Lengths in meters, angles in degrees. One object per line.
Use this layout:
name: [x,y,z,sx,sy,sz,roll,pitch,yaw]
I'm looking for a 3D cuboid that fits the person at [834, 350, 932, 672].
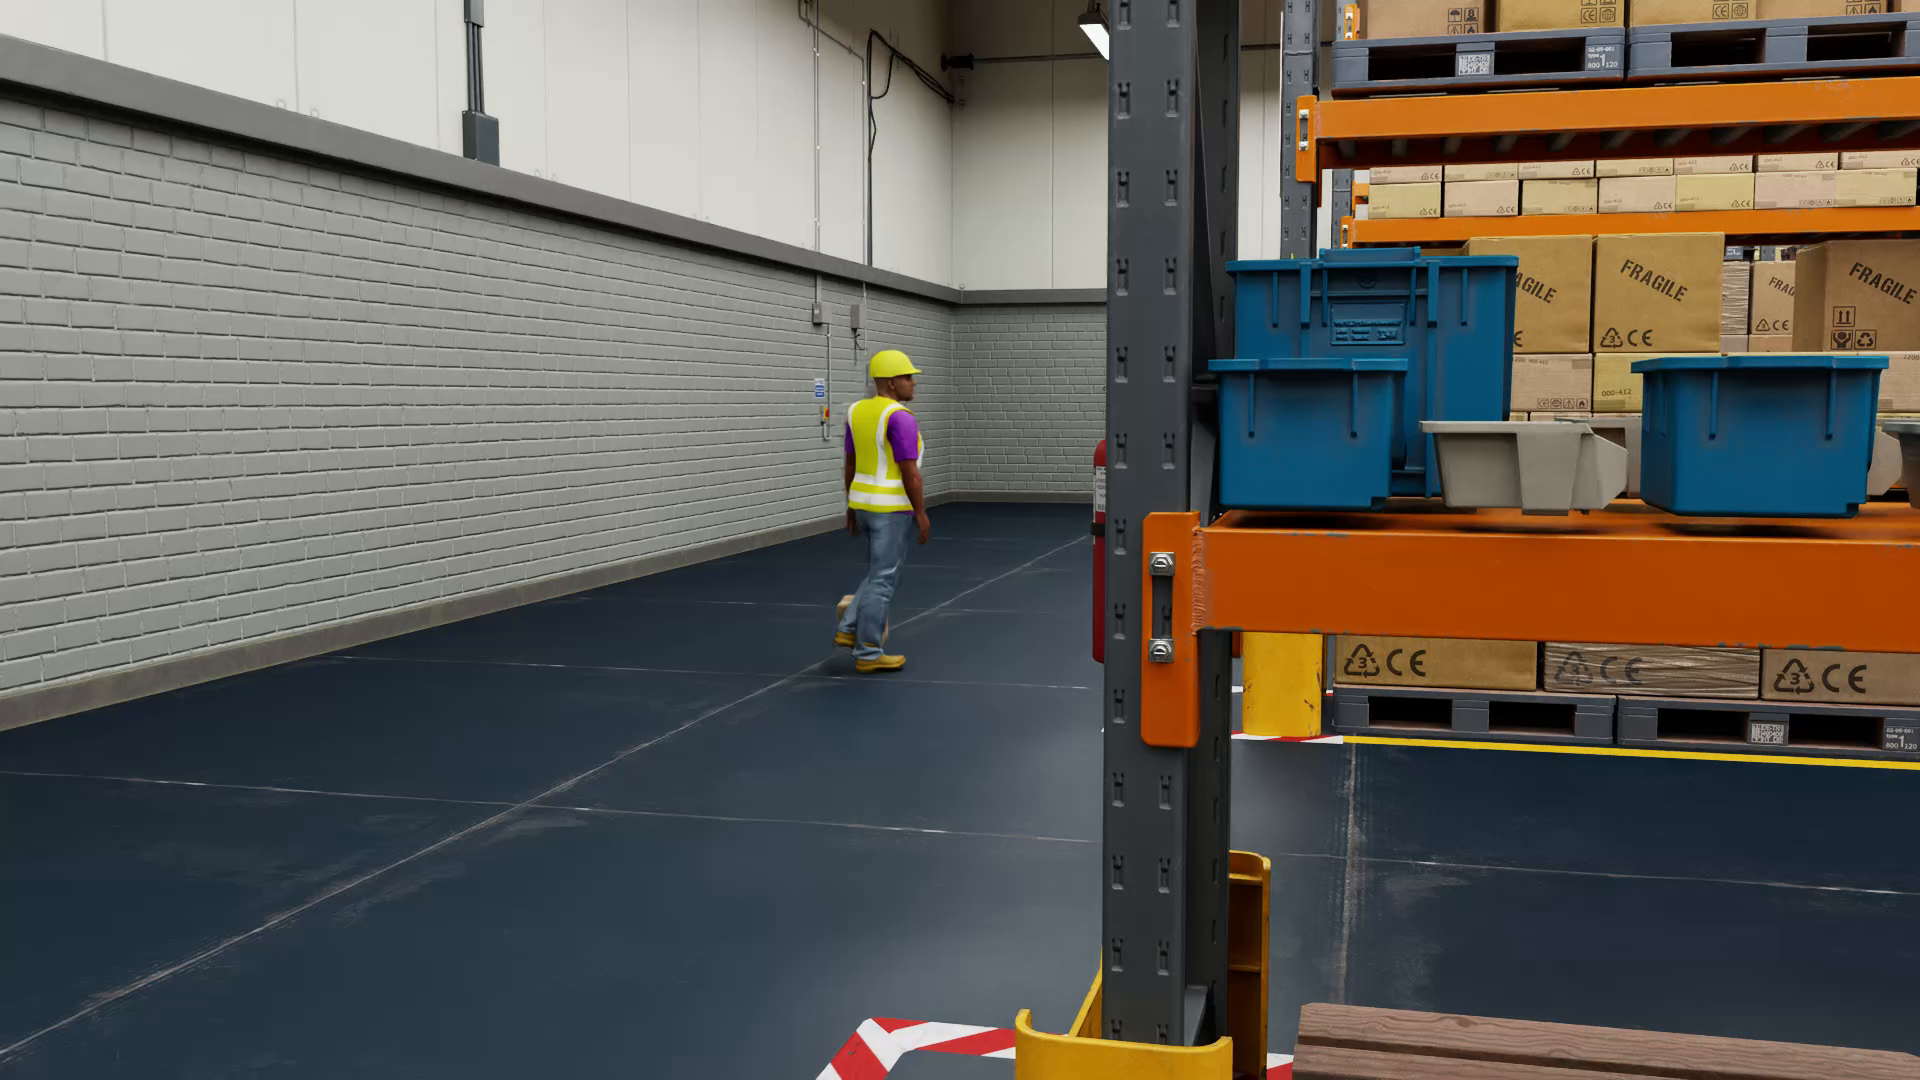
person: [-0.426,-0.159,9.173,0.435,1.763,0.650,-3,6,-34]
